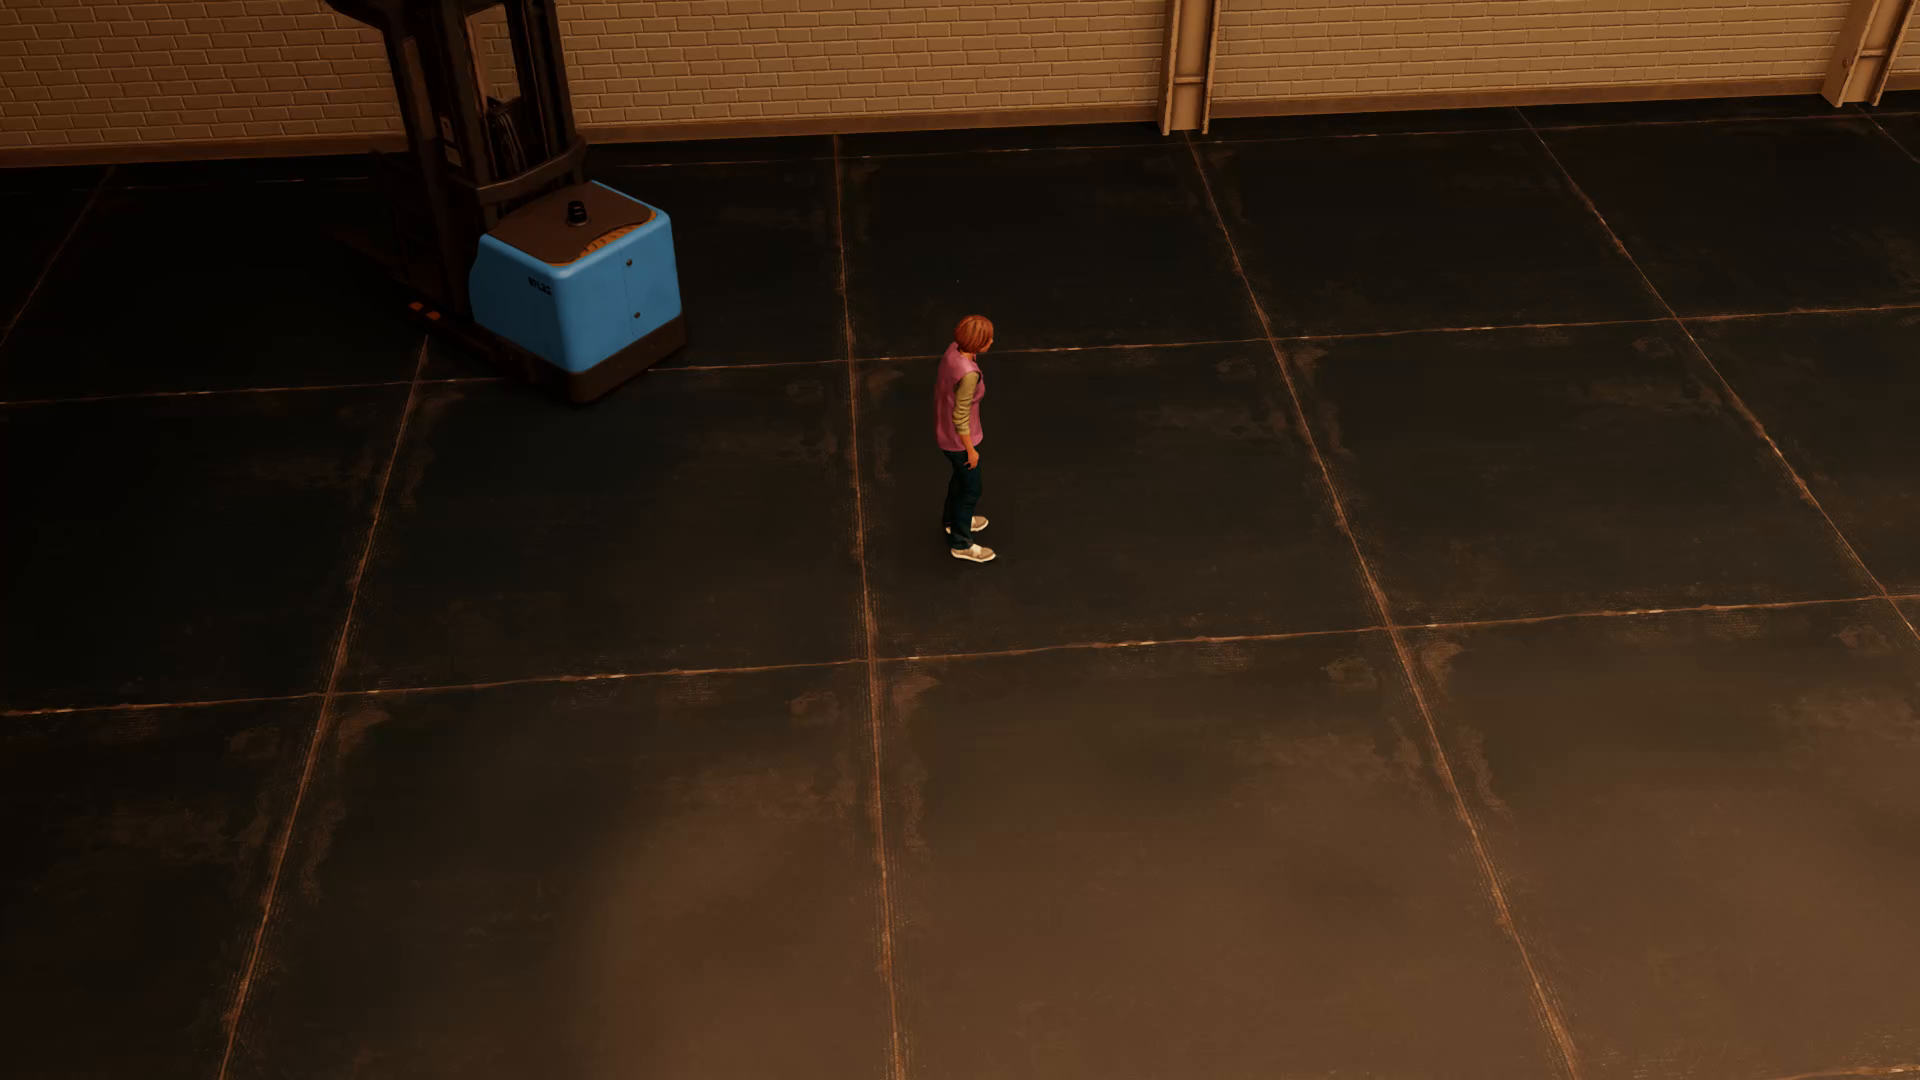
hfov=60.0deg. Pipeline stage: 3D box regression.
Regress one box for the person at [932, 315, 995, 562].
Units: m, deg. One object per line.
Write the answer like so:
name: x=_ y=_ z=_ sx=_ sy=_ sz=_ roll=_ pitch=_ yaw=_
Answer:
person: x=0.020 y=-0.605 z=9.685 sx=0.344 sy=1.581 sz=0.467 roll=-5 pitch=41 yaw=-5

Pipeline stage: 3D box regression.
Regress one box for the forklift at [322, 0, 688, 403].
forklift: x=-3.387 y=-2.828 z=11.244 sx=3.031 sy=2.935 sz=1.130 roll=27 pitch=48 yaw=28
